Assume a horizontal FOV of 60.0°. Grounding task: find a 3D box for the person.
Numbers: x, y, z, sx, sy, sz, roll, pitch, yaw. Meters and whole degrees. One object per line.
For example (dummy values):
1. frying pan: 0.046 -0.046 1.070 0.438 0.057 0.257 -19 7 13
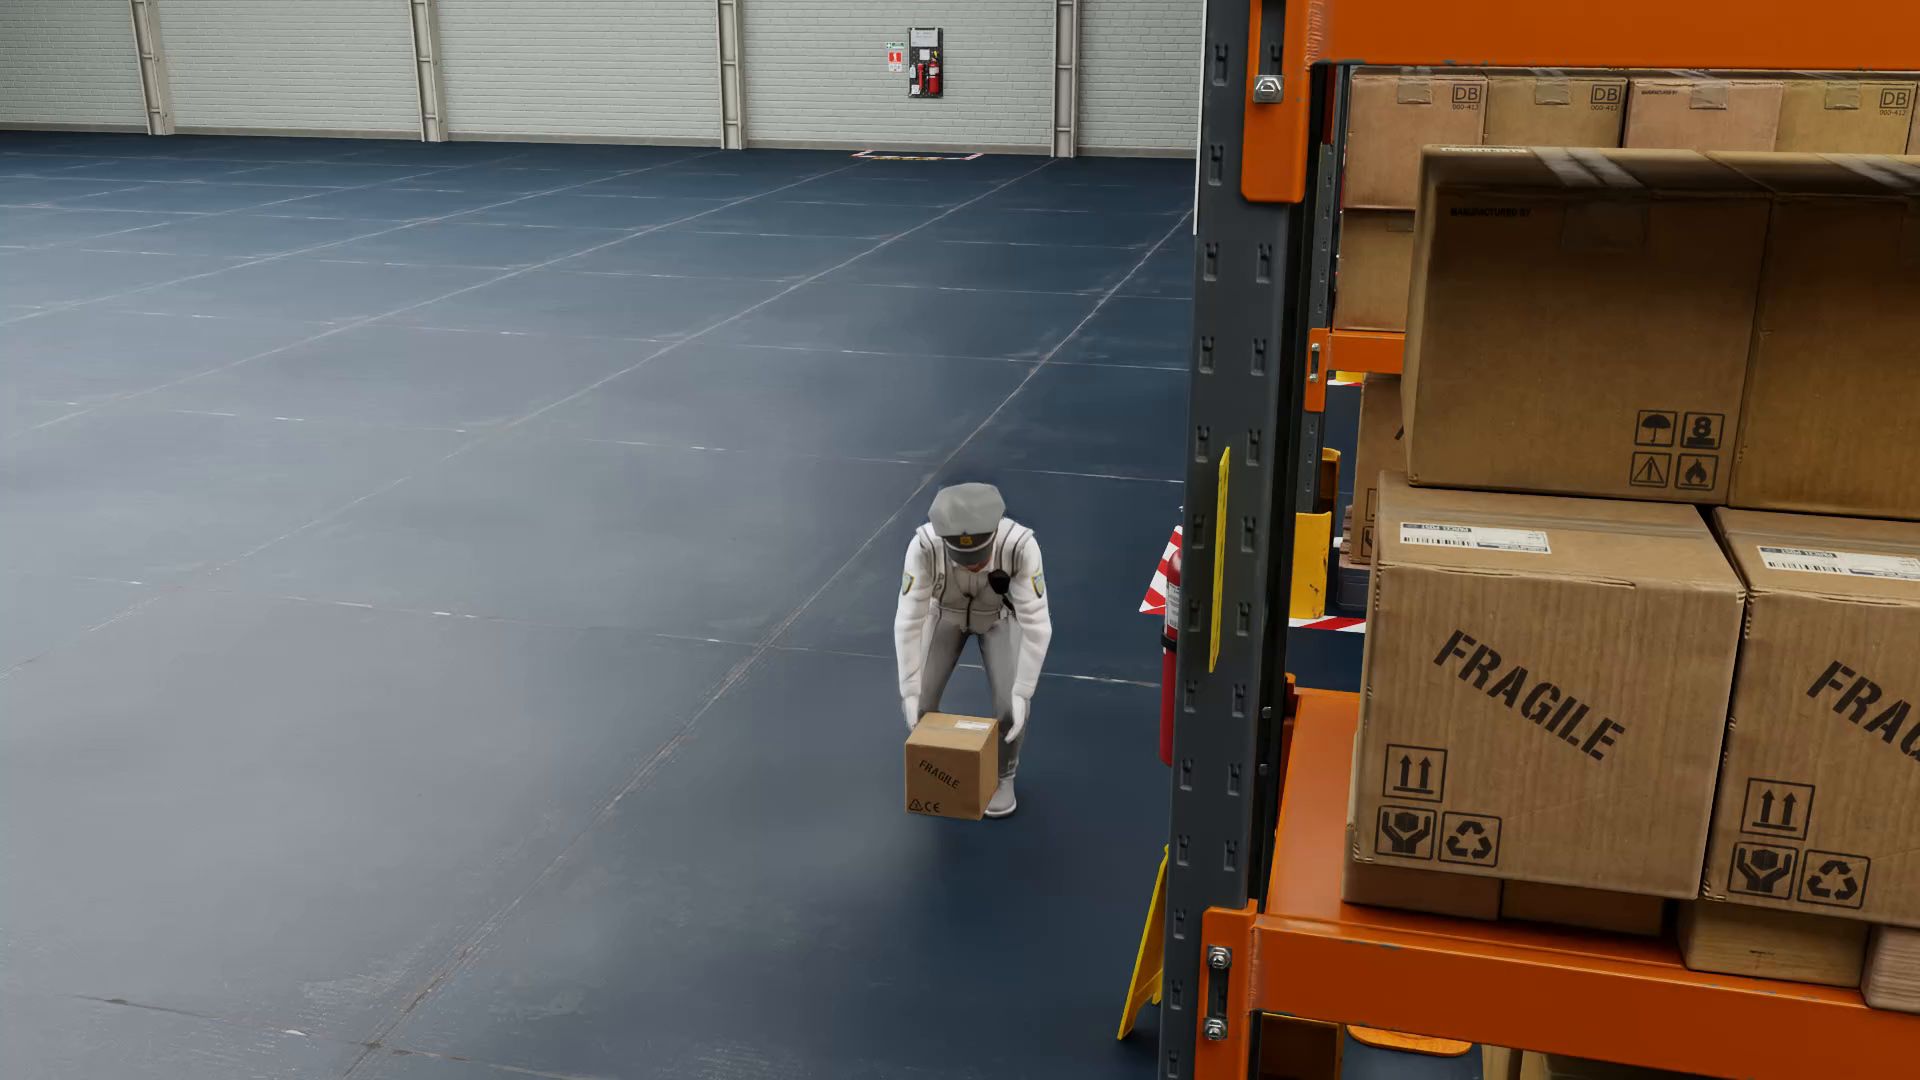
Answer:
1. person: 0.055 0.352 5.682 0.530 1.240 0.771 3 19 8
